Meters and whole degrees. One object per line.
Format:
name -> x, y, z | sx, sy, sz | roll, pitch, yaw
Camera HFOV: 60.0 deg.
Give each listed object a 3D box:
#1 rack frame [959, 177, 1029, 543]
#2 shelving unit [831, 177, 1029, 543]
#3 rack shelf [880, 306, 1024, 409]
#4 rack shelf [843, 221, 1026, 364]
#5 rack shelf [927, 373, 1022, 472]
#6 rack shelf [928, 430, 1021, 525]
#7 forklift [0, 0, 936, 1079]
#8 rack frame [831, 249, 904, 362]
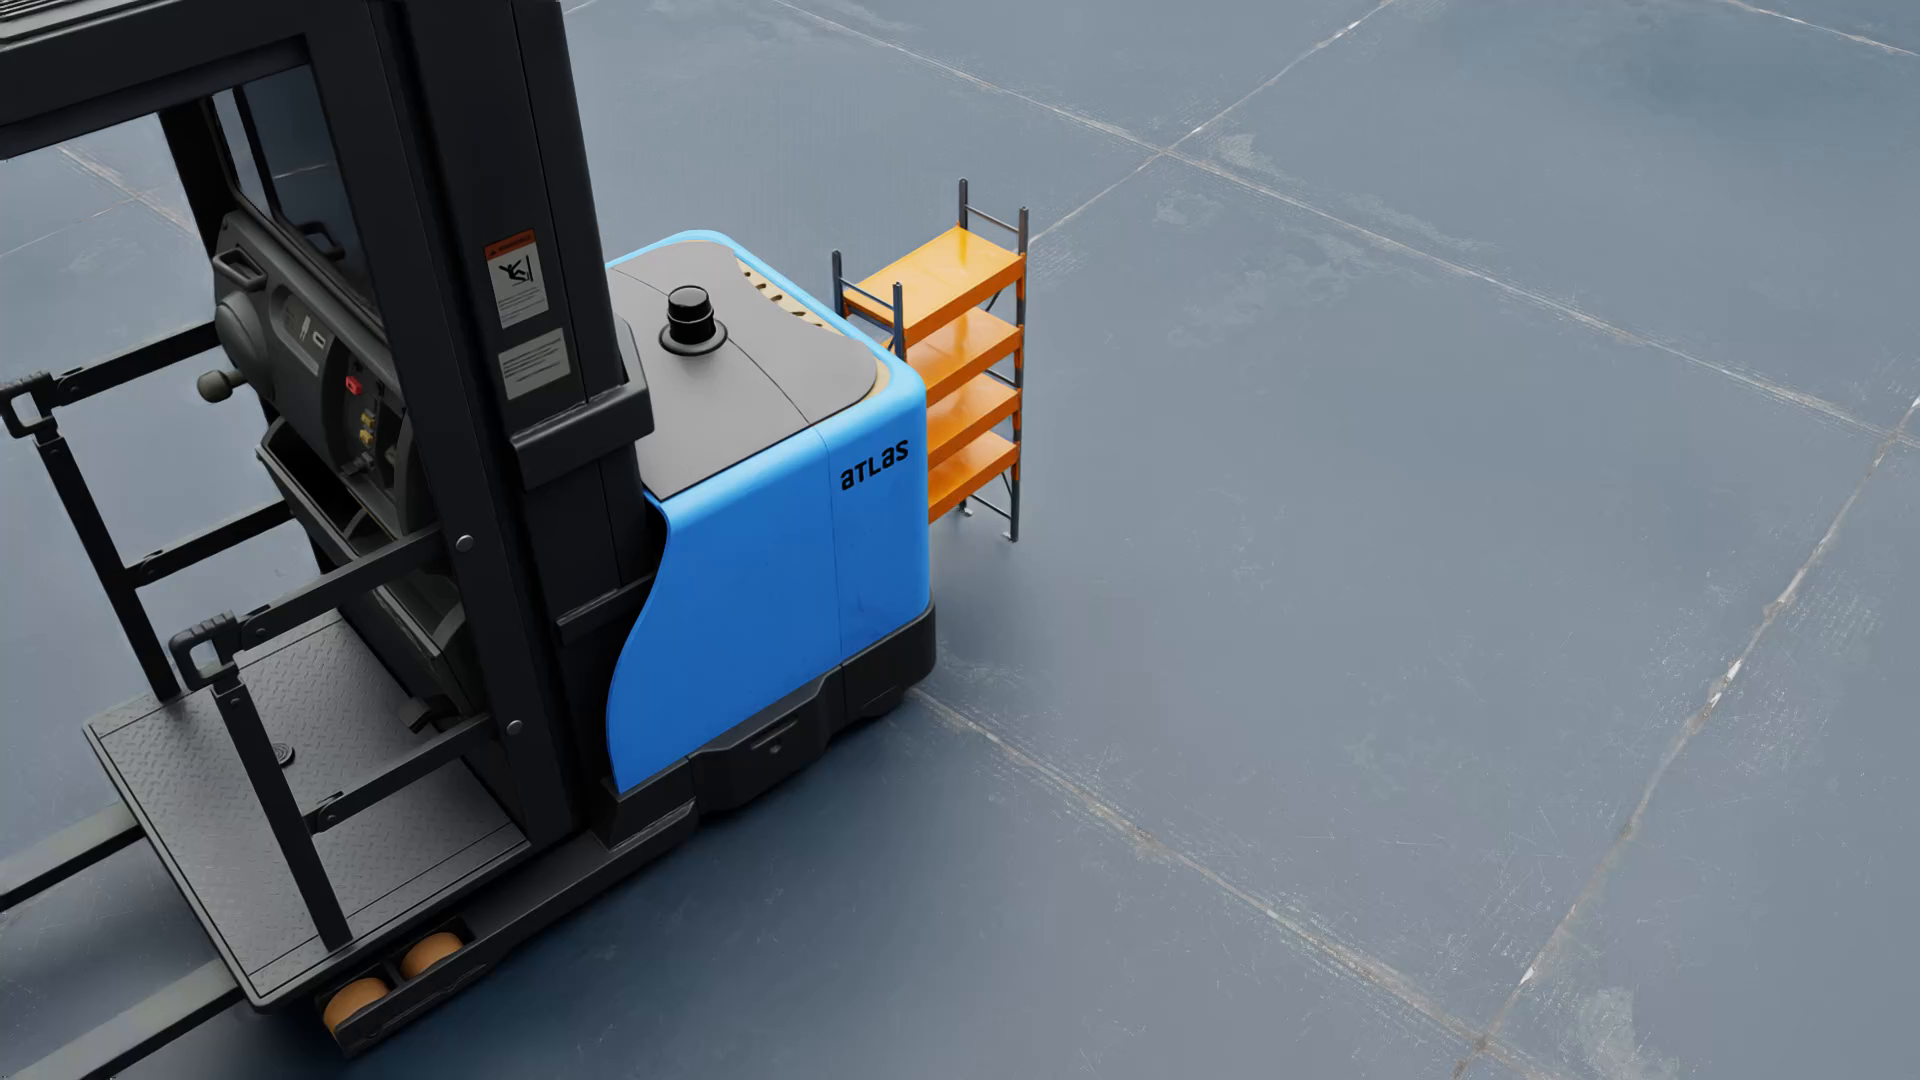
rack frame -> 0.090, -0.493, 4.900 | 0.240, 1.200, 0.015 | 31, 51, 30
shelving unit -> -0.074, -0.372, 4.767 | 0.258, 1.200, 0.503 | 31, 51, 30
rack shelf -> -0.074, -0.487, 4.662 | 0.258, 0.148, 0.480 | 31, 51, 30
rack shelf -> -0.074, -0.662, 4.502 | 0.258, 0.148, 0.480 | 31, 51, 30
rack shelf -> -0.074, -0.322, 4.812 | 0.258, 0.148, 0.480 | 31, 51, 30
rack shelf -> -0.074, -0.175, 4.946 | 0.258, 0.148, 0.480 | 31, 51, 30
forklift -> -1.515, -0.288, 3.388 | 3.031, 2.935, 1.130 | -30, 50, -29
rack frame -> -0.238, -0.250, 4.633 | 0.240, 1.200, 0.015 | 31, 51, 30
